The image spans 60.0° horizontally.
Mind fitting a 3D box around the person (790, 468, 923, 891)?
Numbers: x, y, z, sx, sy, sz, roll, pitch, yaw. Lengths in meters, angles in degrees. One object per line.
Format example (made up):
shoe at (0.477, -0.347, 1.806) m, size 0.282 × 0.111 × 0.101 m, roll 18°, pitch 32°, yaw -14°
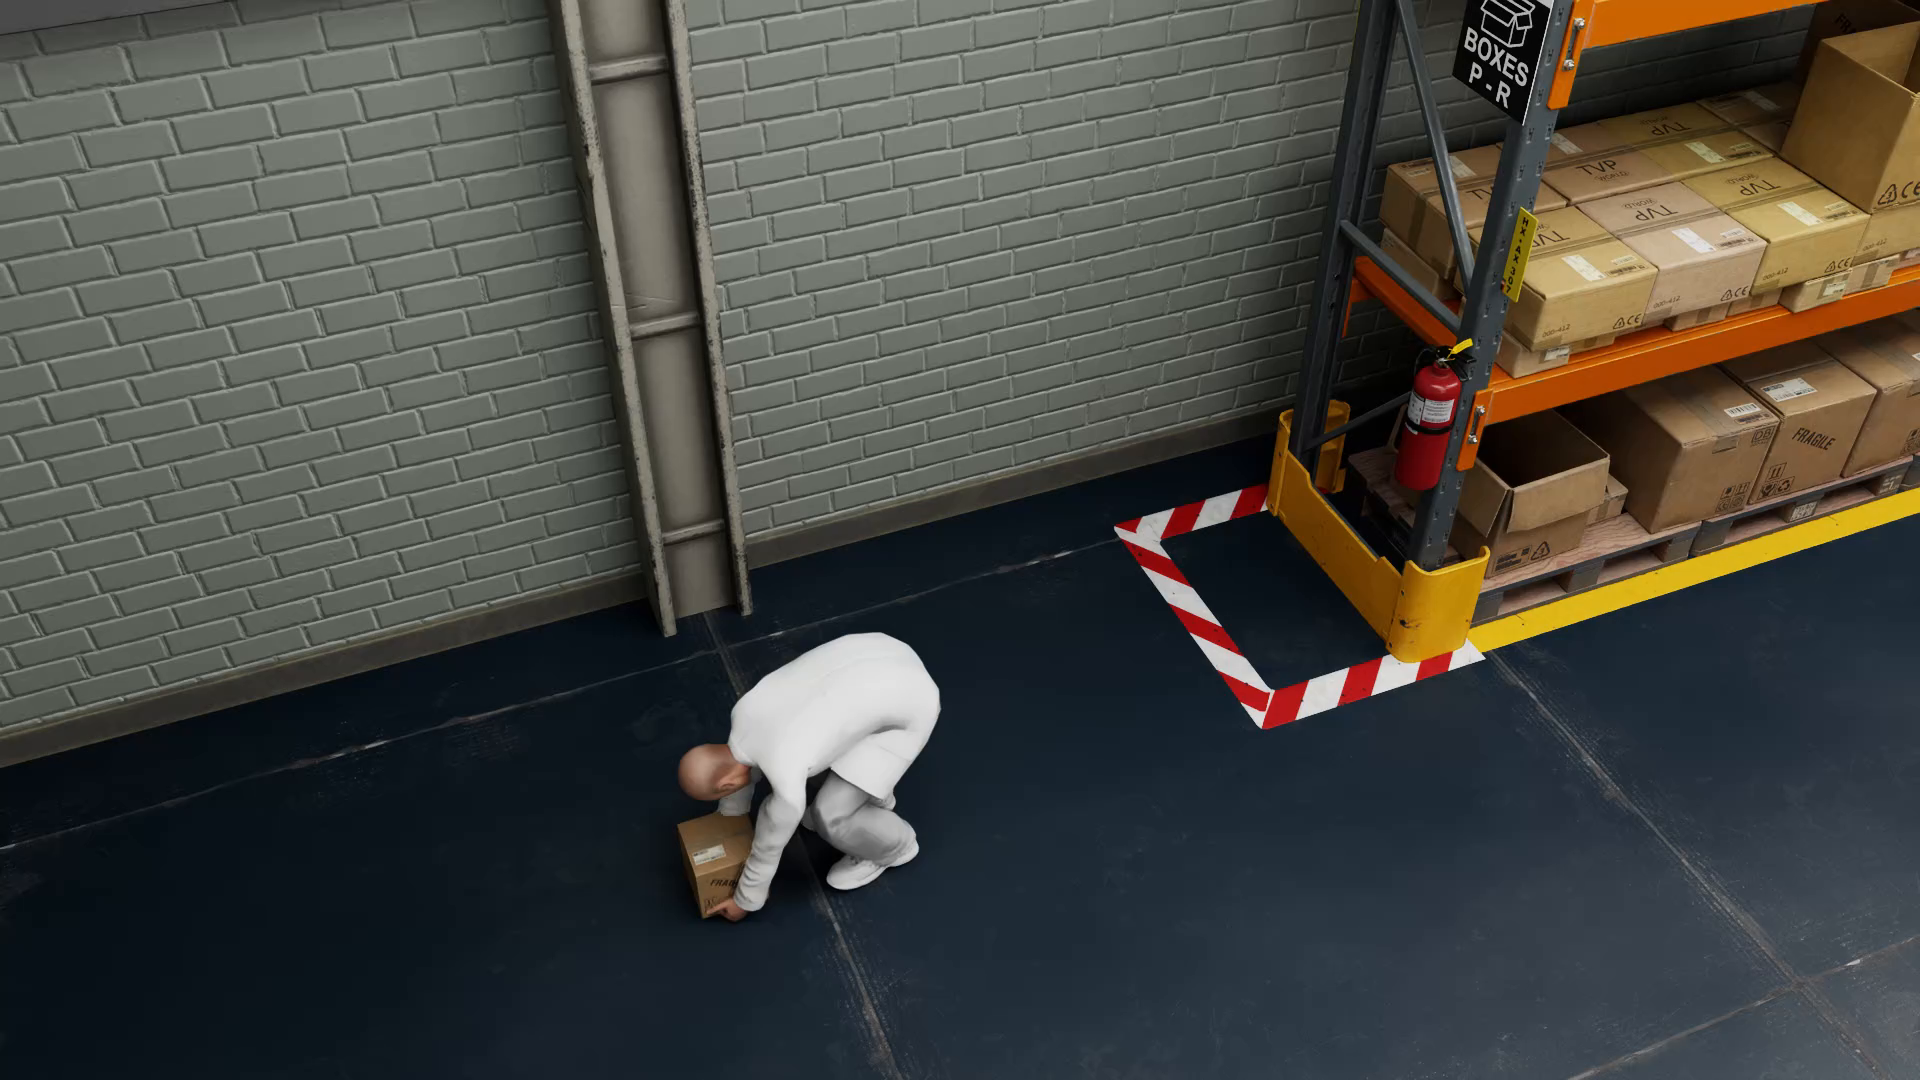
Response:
person at (-0.347, 0.460, 5.641) m, size 0.424 × 1.779 × 0.587 m, roll -16°, pitch 44°, yaw -18°
